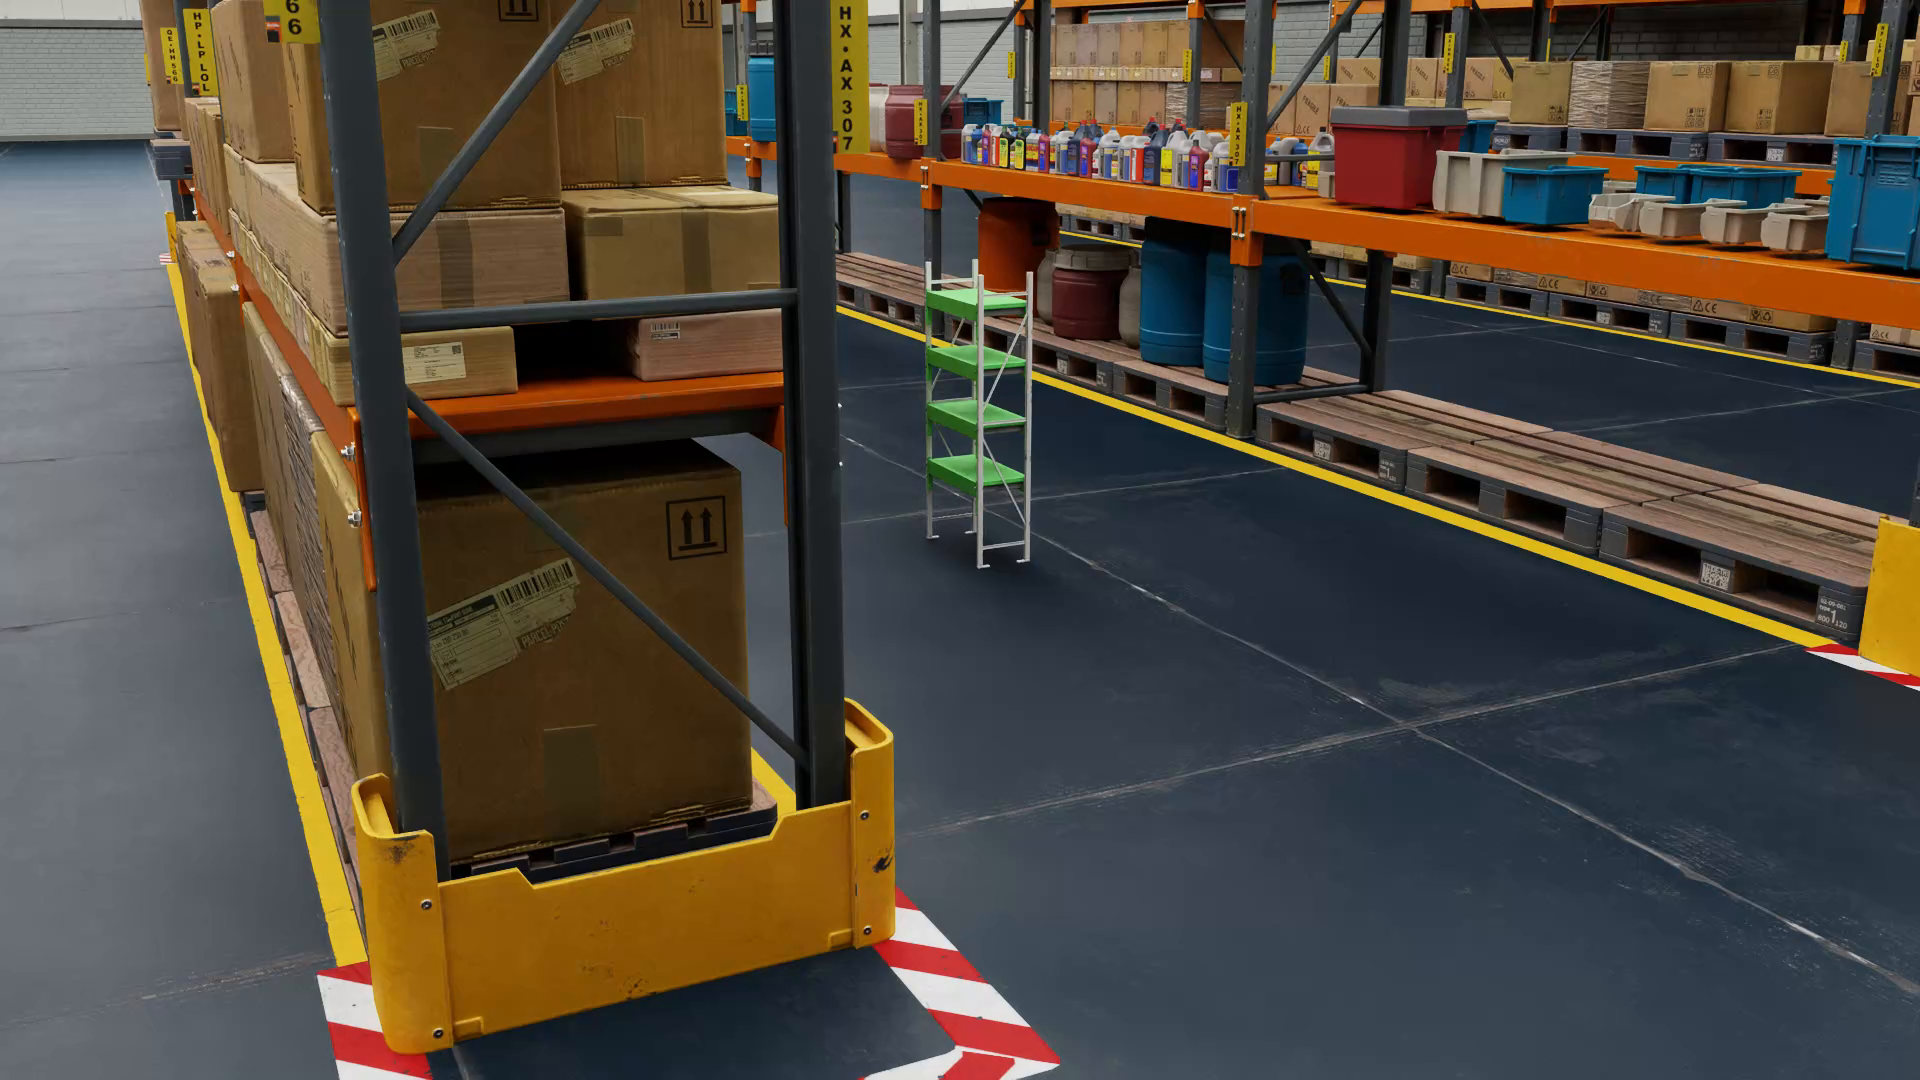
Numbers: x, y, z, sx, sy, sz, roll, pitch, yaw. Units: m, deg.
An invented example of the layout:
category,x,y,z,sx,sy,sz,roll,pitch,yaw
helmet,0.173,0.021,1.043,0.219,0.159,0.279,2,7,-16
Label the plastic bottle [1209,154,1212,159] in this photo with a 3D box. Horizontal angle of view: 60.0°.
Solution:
category,x,y,z,sx,sy,sz,roll,pitch,yaw
plastic bottle,1.414,-2.094,9.469,0.097,0.201,0.097,0,16,0

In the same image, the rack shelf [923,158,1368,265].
category,x,y,z,sx,sy,sz,roll,pitch,yaw
rack shelf,1.080,-2.215,10.835,1.077,0.370,4.000,-8,18,-25

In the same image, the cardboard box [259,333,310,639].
category,x,y,z,sx,sy,sz,roll,pitch,yaw
cardboard box,-1.885,-0.250,5.776,0.875,0.875,0.875,-8,18,-25

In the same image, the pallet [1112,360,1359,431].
category,x,y,z,sx,sy,sz,roll,pitch,yaw
pallet,1.656,-0.921,10.077,1.003,0.211,1.213,-8,18,-25

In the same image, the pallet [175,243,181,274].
category,x,y,z,sx,sy,sz,roll,pitch,yaw
pallet,-7.396,-2.877,16.893,1.003,0.211,1.213,-8,18,-25

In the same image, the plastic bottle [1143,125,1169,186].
category,x,y,z,sx,sy,sz,roll,pitch,yaw
plastic bottle,1.179,-2.275,9.831,0.144,0.351,0.185,-8,18,-25

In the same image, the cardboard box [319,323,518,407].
category,x,y,z,sx,sy,sz,roll,pitch,yaw
cardboard box,-1.196,-0.402,3.670,0.380,0.149,0.250,-7,18,-24

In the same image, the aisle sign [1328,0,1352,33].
category,x,y,z,sx,sy,sz,roll,pitch,yaw
aisle sign,5.304,-7.469,23.126,0.394,0.787,0.004,-8,18,-25

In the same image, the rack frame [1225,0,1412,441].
category,x,y,z,sx,sy,sz,roll,pitch,yaw
rack frame,1.956,-2.065,9.008,1.000,3.000,0.127,-8,18,-25

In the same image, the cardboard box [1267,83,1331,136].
category,x,y,z,sx,sy,sz,roll,pitch,yaw
cardboard box,3.459,-4.371,16.864,0.500,0.500,0.500,-6,17,-21

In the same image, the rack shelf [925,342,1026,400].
category,x,y,z,sx,sy,sz,roll,pitch,yaw
rack shelf,0.073,-0.705,6.894,0.258,0.148,0.480,-8,18,-25

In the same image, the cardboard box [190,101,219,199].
category,x,y,z,sx,sy,sz,roll,pitch,yaw
cardboard box,-3.824,-2.099,8.944,0.500,0.500,0.500,-8,18,-26

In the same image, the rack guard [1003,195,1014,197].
category,x,y,z,sx,sy,sz,roll,pitch,yaw
rack guard,1.143,-4.442,21.825,1.175,0.500,0.348,-8,18,-25

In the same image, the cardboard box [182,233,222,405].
category,x,y,z,sx,sy,sz,roll,pitch,yaw
cardboard box,-3.581,-1.243,9.235,1.225,0.875,0.875,-8,18,-25

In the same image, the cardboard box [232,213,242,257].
category,x,y,z,sx,sy,sz,roll,pitch,yaw
cardboard box,-2.550,-1.167,6.334,0.380,0.149,0.250,-8,18,-27

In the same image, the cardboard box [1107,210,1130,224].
category,x,y,z,sx,sy,sz,roll,pitch,yaw
cardboard box,2.064,-3.862,19.495,0.500,0.250,0.500,-8,18,-25

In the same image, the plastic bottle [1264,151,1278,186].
category,x,y,z,sx,sy,sz,roll,pitch,yaw
plastic bottle,1.832,-2.201,9.843,0.097,0.201,0.097,0,16,0

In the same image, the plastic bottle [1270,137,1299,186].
category,x,y,z,sx,sy,sz,roll,pitch,yaw
plastic bottle,1.936,-2.257,9.902,0.152,0.276,0.135,-8,18,-25

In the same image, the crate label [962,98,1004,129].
category,x,y,z,sx,sy,sz,roll,pitch,yaw
crate label,0.012,-3.353,13.432,0.502,0.435,0.616,-8,18,-25

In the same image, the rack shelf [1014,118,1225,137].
category,x,y,z,sx,sy,sz,roll,pitch,yaw
rack shelf,2.030,-4.796,19.830,1.077,0.370,4.000,-8,18,-25

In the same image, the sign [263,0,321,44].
category,x,y,z,sx,sy,sz,roll,pitch,yaw
sign,-1.238,-1.083,3.057,0.100,0.325,0.005,-8,18,-25

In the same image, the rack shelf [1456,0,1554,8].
category,x,y,z,sx,sy,sz,roll,pitch,yaw
rack shelf,5.535,-4.254,12.504,1.077,0.370,4.000,-8,18,-25

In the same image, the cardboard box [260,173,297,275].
category,x,y,z,sx,sy,sz,roll,pitch,yaw
cardboard box,-1.639,-0.886,4.631,0.500,0.250,0.500,-8,18,-27

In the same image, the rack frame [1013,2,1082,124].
category,x,y,z,sx,sy,sz,roll,pitch,yaw
rack frame,1.154,-5.638,21.459,1.000,3.000,0.127,-8,18,-25

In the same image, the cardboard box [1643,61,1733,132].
category,x,y,z,sx,sy,sz,roll,pitch,yaw
cardboard box,5.581,-3.343,12.520,0.700,0.500,0.500,-13,21,-39

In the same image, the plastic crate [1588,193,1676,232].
category,x,y,z,sx,sy,sz,roll,pitch,yaw
plastic crate,2.784,-1.366,6.943,0.298,0.136,0.250,-8,18,-25

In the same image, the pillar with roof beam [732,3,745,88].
category,x,y,z,sx,sy,sz,roll,pitch,yaw
pillar with roof beam,-10.323,-15.971,46.589,9.100,9.000,0.400,-8,18,-25

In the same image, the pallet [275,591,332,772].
category,x,y,z,sx,sy,sz,roll,pitch,yaw
pallet,-1.695,0.375,5.561,1.003,0.211,1.213,-8,18,-25

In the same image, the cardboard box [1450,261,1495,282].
category,x,y,z,sx,sy,sz,roll,pitch,yaw
cardboard box,4.601,-2.517,14.317,0.500,0.500,0.500,-7,17,-23

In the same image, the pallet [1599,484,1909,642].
category,x,y,z,sx,sy,sz,roll,pitch,yaw
pallet,3.382,0.058,6.665,1.003,0.211,1.213,-8,18,-25

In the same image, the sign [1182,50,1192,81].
category,x,y,z,sx,sy,sz,roll,pitch,yaw
sign,2.408,-5.033,17.638,0.100,0.325,0.005,-8,18,-25

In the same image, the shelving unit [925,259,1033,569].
category,x,y,z,sx,sy,sz,roll,pitch,yaw
shelving unit,0.073,-0.536,6.942,0.258,1.200,0.503,-8,18,-25

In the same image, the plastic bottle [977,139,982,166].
category,x,y,z,sx,sy,sz,roll,pitch,yaw
plastic bottle,0.172,-2.759,11.786,0.097,0.201,0.097,0,16,0

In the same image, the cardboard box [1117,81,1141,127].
category,x,y,z,sx,sy,sz,roll,pitch,yaw
cardboard box,2.253,-5.058,19.258,0.700,0.500,0.500,-7,18,-24

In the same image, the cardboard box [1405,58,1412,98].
category,x,y,z,sx,sy,sz,roll,pitch,yaw
cardboard box,5.972,-6.128,22.044,0.500,0.500,0.500,-8,18,-27

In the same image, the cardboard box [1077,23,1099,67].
category,x,y,z,sx,sy,sz,roll,pitch,yaw
cardboard box,1.827,-5.925,19.925,0.700,0.500,0.500,-8,18,-25

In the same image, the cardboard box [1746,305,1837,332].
category,x,y,z,sx,sy,sz,roll,pitch,yaw
cardboard box,5.937,-1.760,11.681,0.500,0.500,0.500,-8,18,-25

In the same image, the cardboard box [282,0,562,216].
category,x,y,z,sx,sy,sz,roll,pitch,yaw
cardboard box,-1.193,-0.995,3.653,0.500,0.500,0.500,-7,18,-24

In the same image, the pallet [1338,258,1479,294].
category,x,y,z,sx,sy,sz,roll,pitch,yaw
pallet,4.333,-2.523,15.659,1.003,0.211,1.213,-8,18,-25

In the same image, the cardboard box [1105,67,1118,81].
category,x,y,z,sx,sy,sz,roll,pitch,yaw
cardboard box,1.920,-5.428,19.371,0.380,0.149,0.250,-7,17,-23

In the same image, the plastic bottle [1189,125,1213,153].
category,x,y,z,sx,sy,sz,roll,pitch,yaw
plastic bottle,1.389,-2.247,9.732,0.144,0.351,0.185,-8,18,-25

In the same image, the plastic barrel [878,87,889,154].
category,x,y,z,sx,sy,sz,roll,pitch,yaw
plastic barrel,-0.439,-3.340,13.248,0.421,0.512,0.421,0,16,0

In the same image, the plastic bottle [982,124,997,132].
category,x,y,z,sx,sy,sz,roll,pitch,yaw
plastic bottle,0.240,-2.869,12.035,0.152,0.276,0.135,-8,18,-25

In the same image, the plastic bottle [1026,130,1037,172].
category,x,y,z,sx,sy,sz,roll,pitch,yaw
plastic bottle,0.491,-2.611,11.146,0.097,0.271,0.097,0,16,0

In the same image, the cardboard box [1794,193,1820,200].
category,x,y,z,sx,sy,sz,roll,pitch,yaw
cardboard box,8.747,-3.436,17.520,0.700,0.500,0.500,-7,18,-24

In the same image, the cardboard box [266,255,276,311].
category,x,y,z,sx,sy,sz,roll,pitch,yaw
cardboard box,-1.865,-0.781,4.991,0.380,0.149,0.250,-7,18,-24

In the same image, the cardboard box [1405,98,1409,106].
category,x,y,z,sx,sy,sz,roll,pitch,yaw
cardboard box,5.991,-5.762,22.126,0.500,0.250,0.500,-8,18,-26

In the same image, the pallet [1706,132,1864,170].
category,x,y,z,sx,sy,sz,roll,pitch,yaw
pallet,6.159,-2.782,11.854,1.003,0.211,1.213,-8,18,-25

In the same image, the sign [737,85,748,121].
category,x,y,z,sx,sy,sz,roll,pitch,yaw
sign,-2.048,-4.118,15.660,0.100,0.325,0.005,-8,18,-25

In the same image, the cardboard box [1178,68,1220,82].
category,x,y,z,sx,sy,sz,roll,pitch,yaw
cardboard box,2.594,-5.048,18.045,0.380,0.149,0.250,-8,18,-25

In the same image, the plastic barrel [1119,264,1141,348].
category,x,y,z,sx,sy,sz,roll,pitch,yaw
plastic barrel,1.256,-1.534,10.908,0.421,0.512,0.421,0,16,0

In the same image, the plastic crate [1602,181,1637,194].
category,x,y,z,sx,sy,sz,roll,pitch,yaw
plastic crate,2.989,-1.571,7.658,0.293,0.136,0.466,-8,18,-25

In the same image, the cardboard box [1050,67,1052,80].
category,x,y,z,sx,sy,sz,roll,pitch,yaw
cardboard box,1.250,-5.809,20.699,0.380,0.149,0.250,-8,18,-26

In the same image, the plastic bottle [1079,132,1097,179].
category,x,y,z,sx,sy,sz,roll,pitch,yaw
plastic bottle,0.809,-2.426,10.477,0.061,0.283,0.133,-8,18,-25
